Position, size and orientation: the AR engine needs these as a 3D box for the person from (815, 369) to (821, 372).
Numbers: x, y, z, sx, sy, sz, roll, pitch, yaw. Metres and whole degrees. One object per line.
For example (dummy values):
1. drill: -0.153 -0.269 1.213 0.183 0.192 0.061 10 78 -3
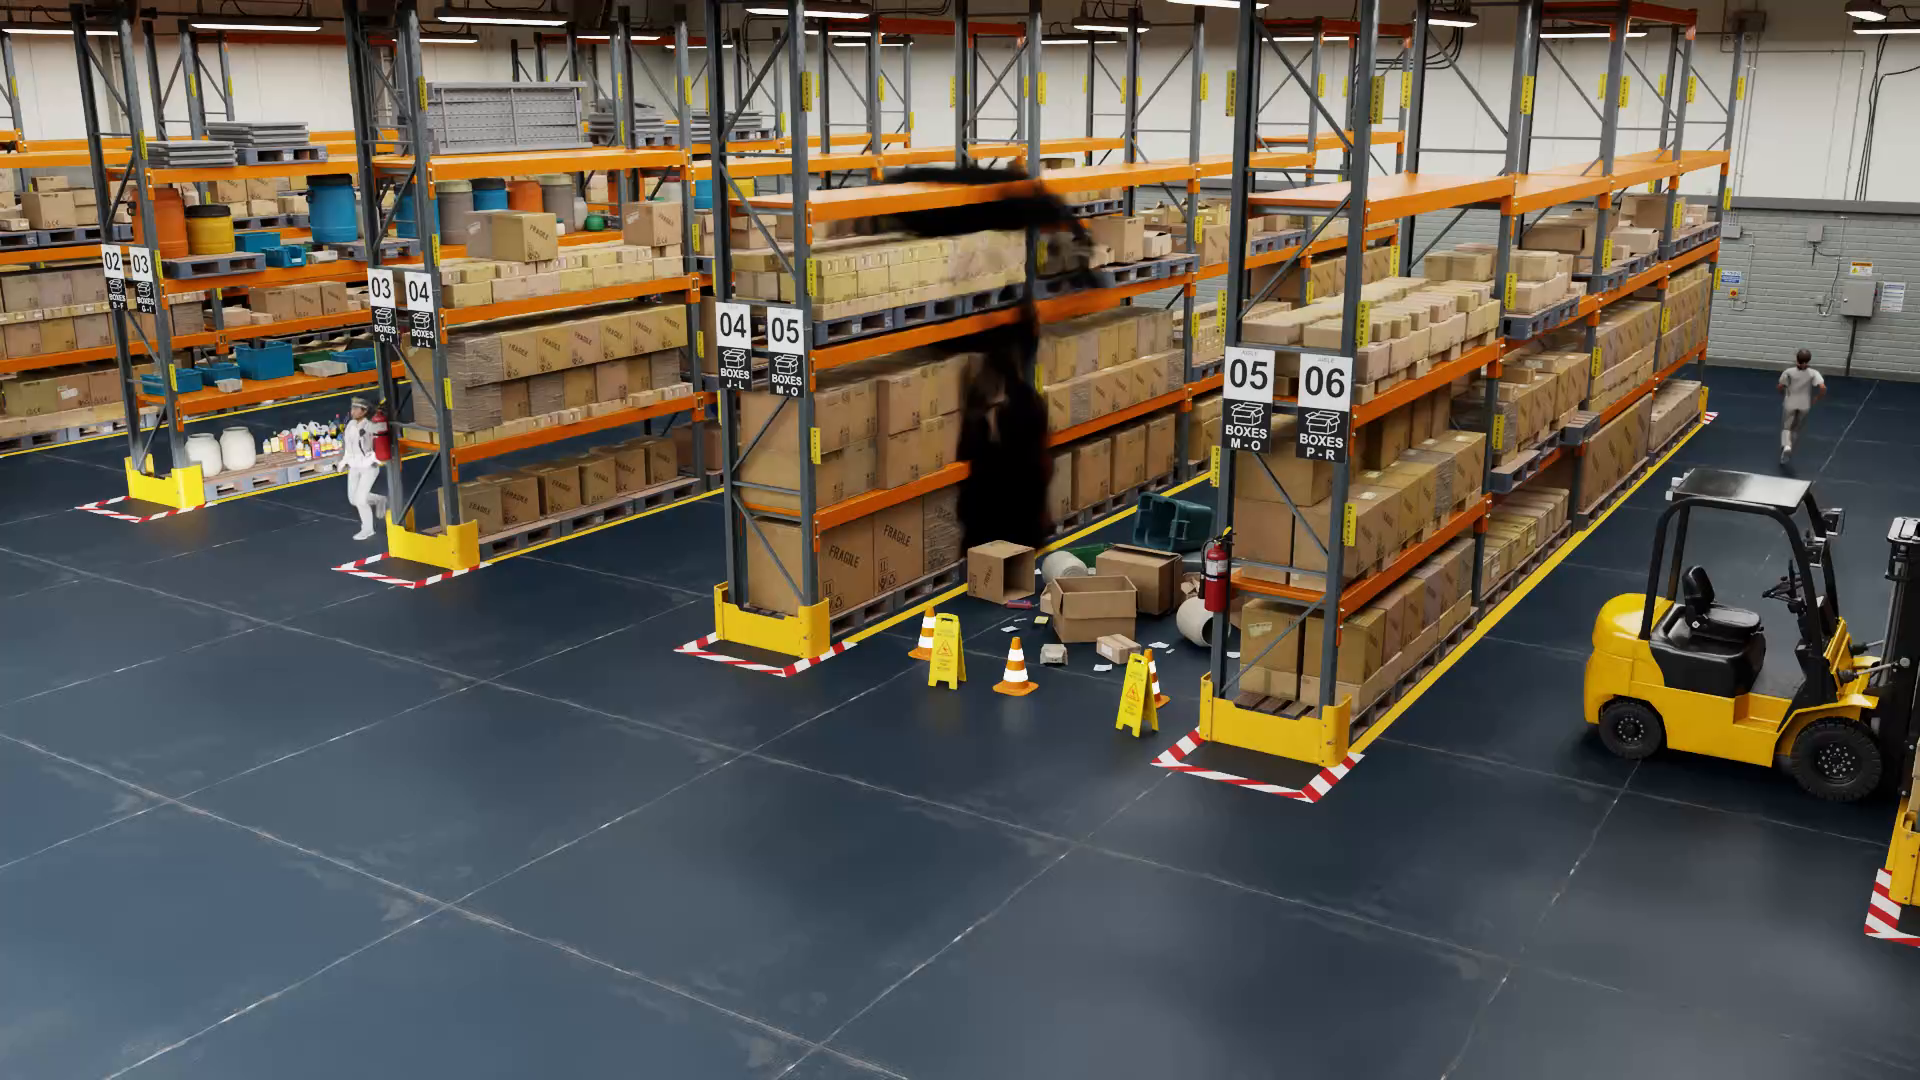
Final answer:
1. person: -1.692 -1.299 19.570 0.636 1.877 0.742 6 16 19

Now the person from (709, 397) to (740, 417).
1. person: -3.665 -2.527 25.362 0.626 1.619 0.621 9 18 29

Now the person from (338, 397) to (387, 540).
1. person: -6.853 -0.856 19.254 0.614 1.660 0.583 8 17 26

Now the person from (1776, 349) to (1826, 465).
1. person: 11.384 -1.789 22.599 0.597 1.637 0.783 5 16 19
